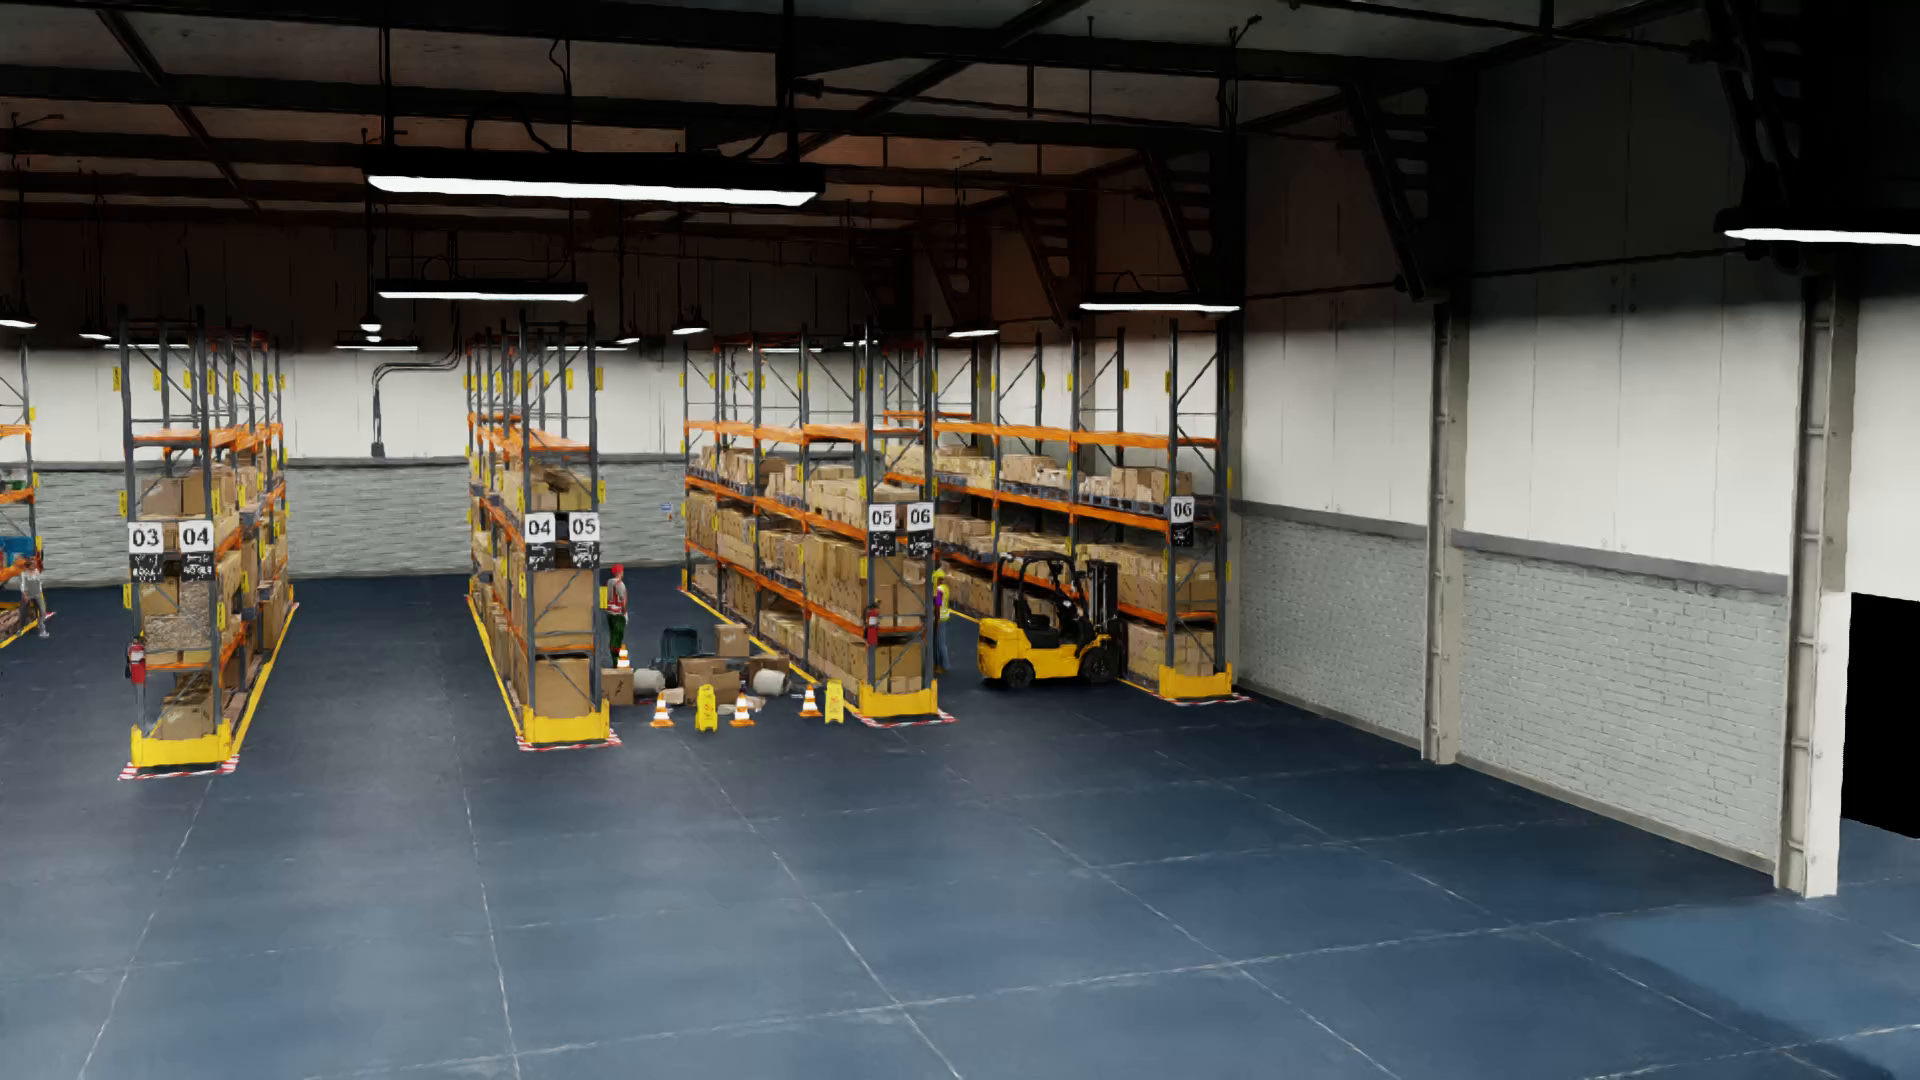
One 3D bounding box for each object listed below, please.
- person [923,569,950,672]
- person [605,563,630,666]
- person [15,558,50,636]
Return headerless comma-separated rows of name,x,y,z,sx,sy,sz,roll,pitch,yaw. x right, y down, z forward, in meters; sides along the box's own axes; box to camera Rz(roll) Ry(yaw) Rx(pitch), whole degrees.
person,-0.409,1.381,28.772,0.497,1.765,0.625,1,6,12
person,-6.023,1.305,29.390,0.468,1.794,0.625,-5,7,-42
person,-18.343,1.128,32.777,0.646,1.556,0.467,4,6,33
